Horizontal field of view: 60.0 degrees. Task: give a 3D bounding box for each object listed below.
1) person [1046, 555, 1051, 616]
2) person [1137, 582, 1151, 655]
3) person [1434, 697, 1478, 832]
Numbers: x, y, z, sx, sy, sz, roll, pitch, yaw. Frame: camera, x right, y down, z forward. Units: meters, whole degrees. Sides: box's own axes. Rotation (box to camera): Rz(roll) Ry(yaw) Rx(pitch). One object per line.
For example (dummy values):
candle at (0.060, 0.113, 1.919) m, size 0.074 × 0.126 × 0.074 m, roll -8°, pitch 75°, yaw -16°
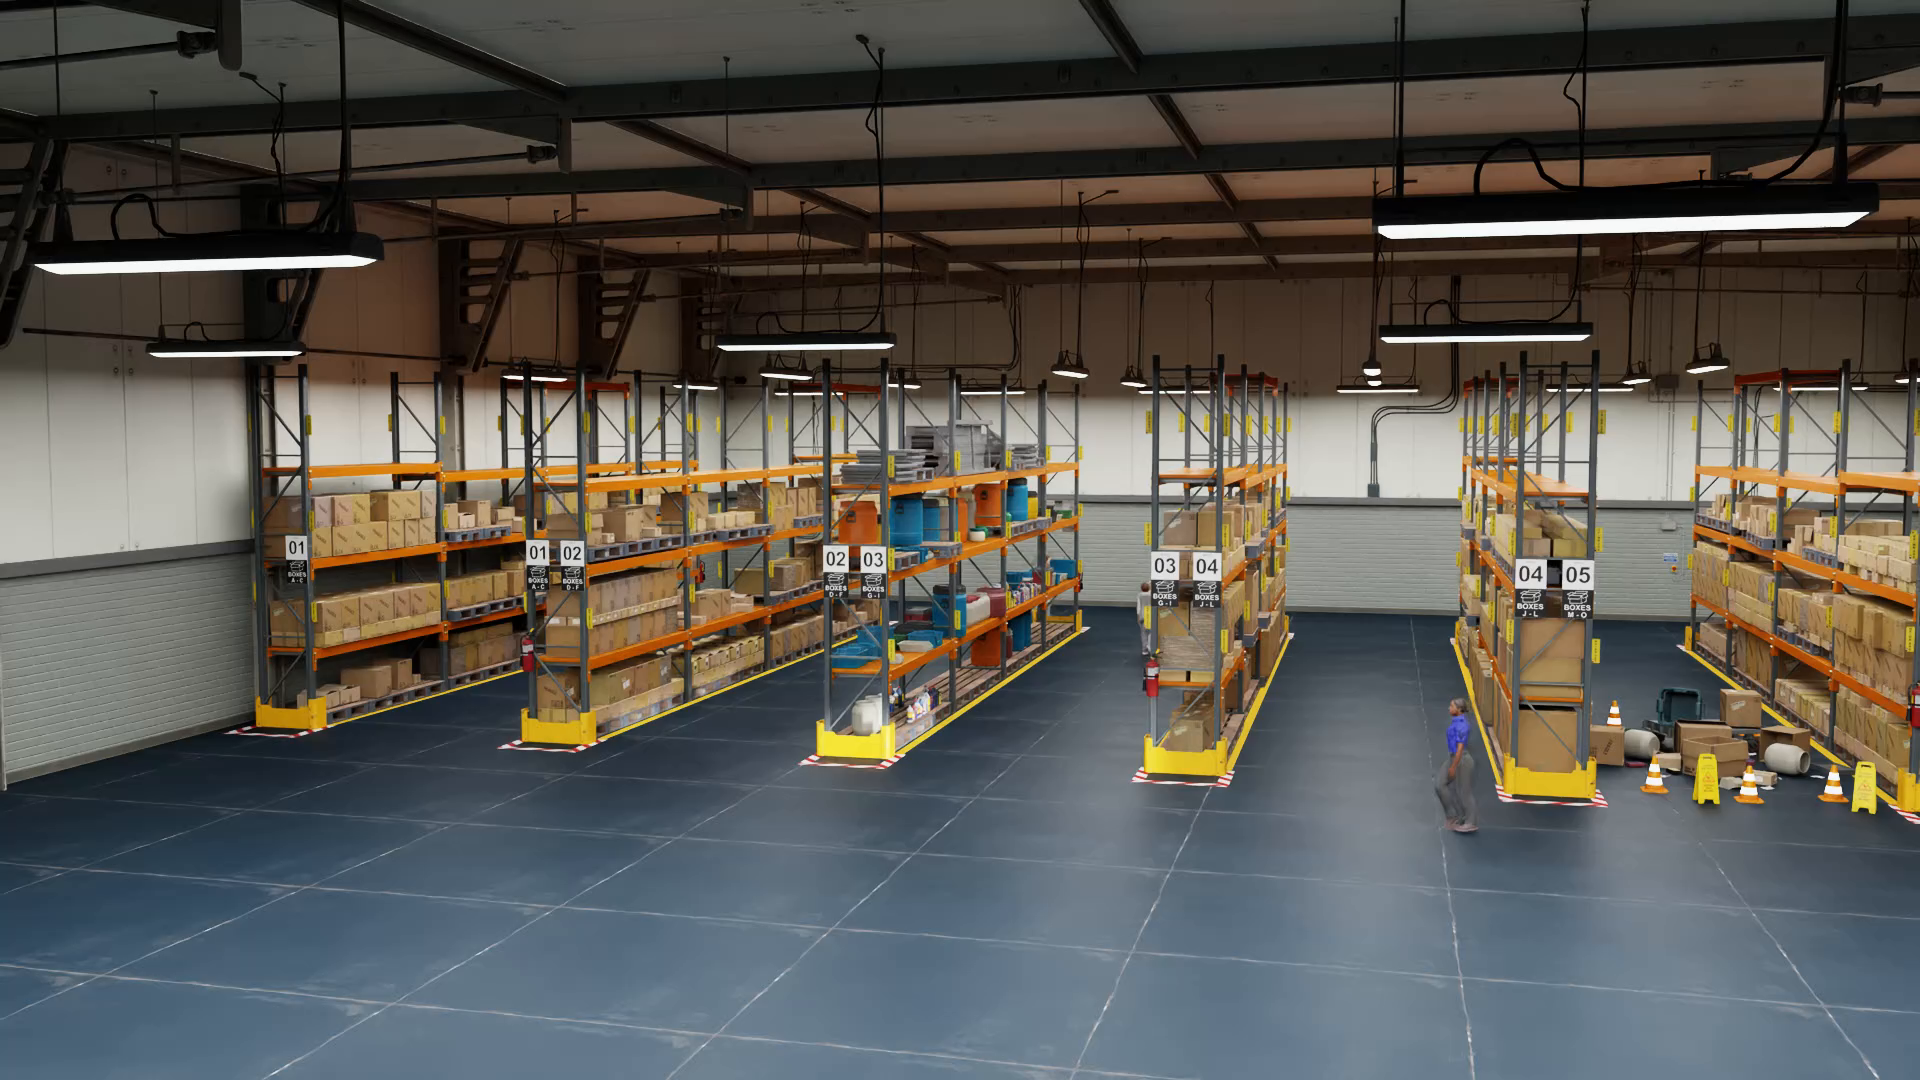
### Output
person at (2.161, 1.221, 42.476) m, size 0.459 × 1.666 × 0.483 m, roll 2°, pitch 4°, yaw 25°
person at (4.070, 1.712, 36.172) m, size 0.476 × 1.592 × 0.458 m, roll 1°, pitch 4°, yaw 14°
person at (6.120, 2.784, 20.415) m, size 0.487 × 1.716 × 0.435 m, roll 0°, pitch 4°, yaw -7°
